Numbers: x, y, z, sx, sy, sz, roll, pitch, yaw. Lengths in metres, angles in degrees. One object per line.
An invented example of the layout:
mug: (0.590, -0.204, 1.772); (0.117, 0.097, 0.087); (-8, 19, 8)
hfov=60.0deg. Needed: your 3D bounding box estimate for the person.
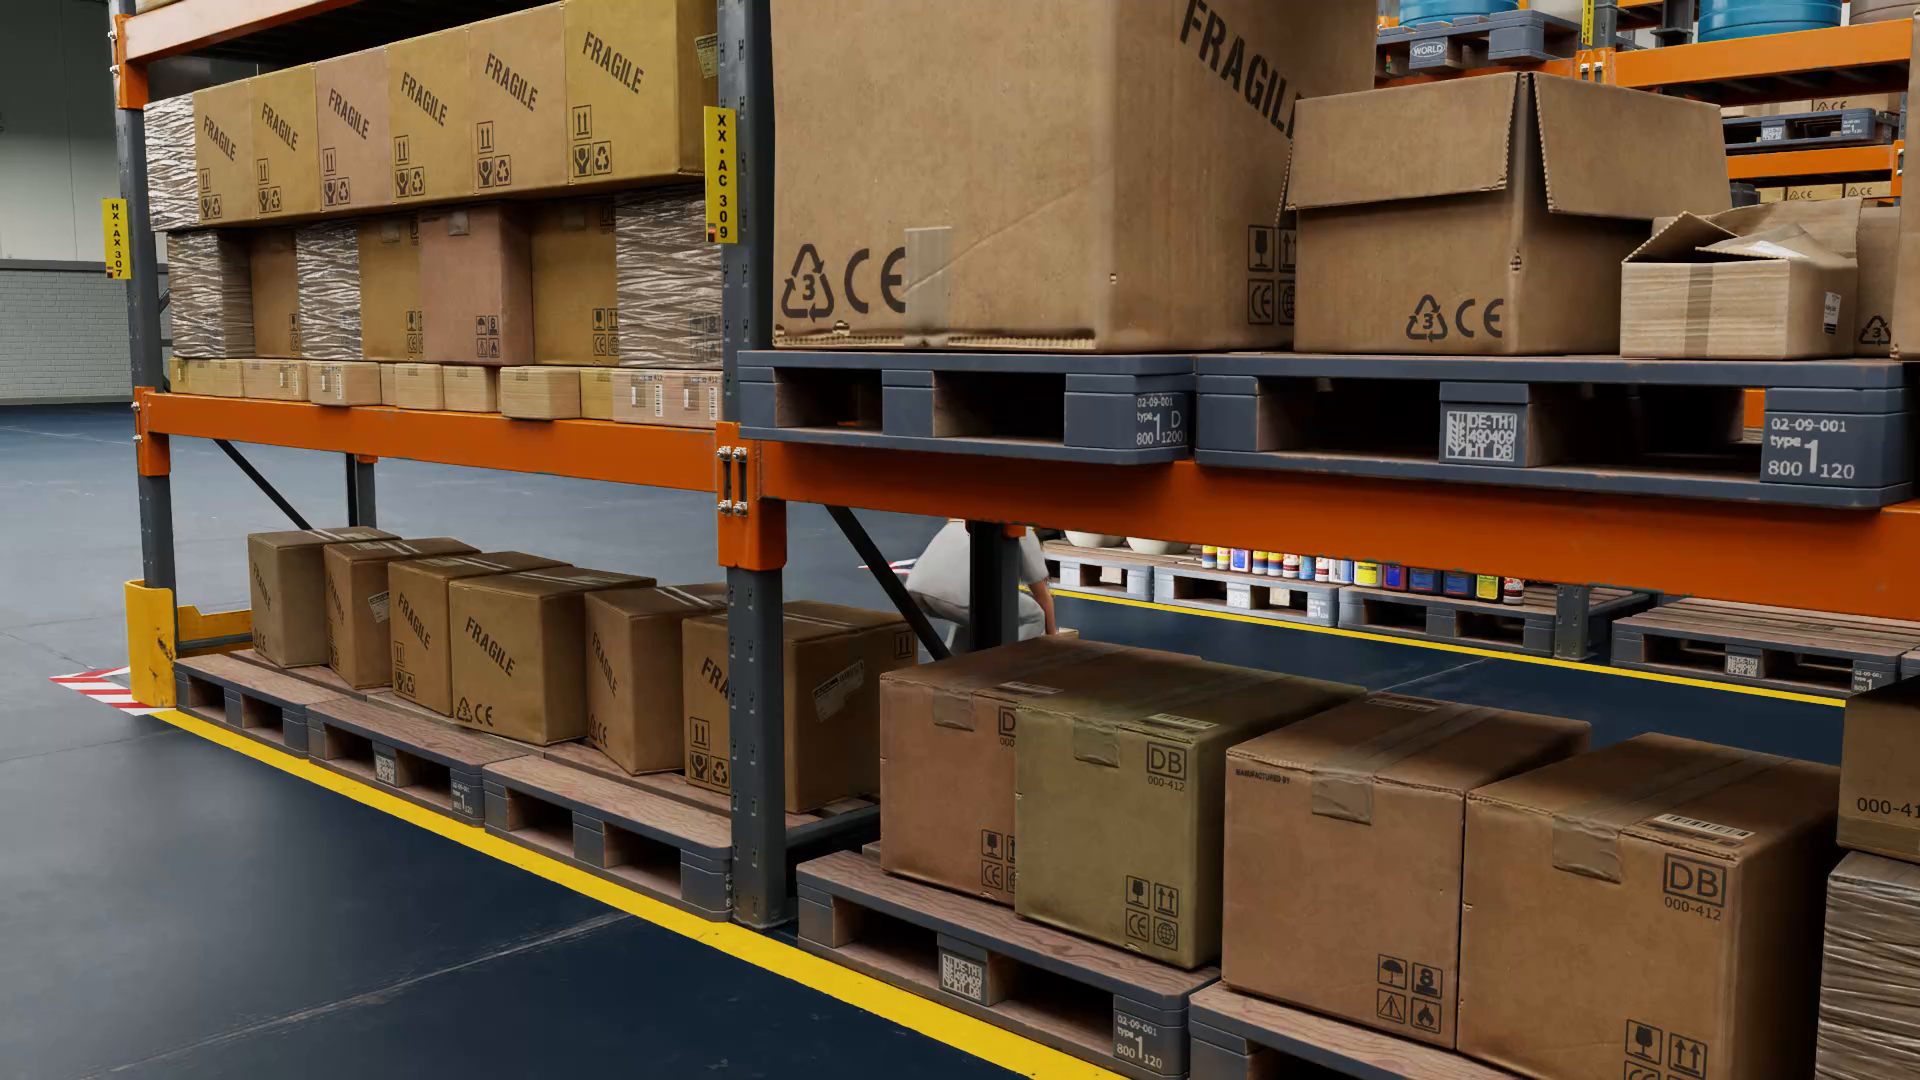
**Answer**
person: (0.095, 0.227, 7.055); (0.484, 0.910, 0.795); (7, 10, 43)
